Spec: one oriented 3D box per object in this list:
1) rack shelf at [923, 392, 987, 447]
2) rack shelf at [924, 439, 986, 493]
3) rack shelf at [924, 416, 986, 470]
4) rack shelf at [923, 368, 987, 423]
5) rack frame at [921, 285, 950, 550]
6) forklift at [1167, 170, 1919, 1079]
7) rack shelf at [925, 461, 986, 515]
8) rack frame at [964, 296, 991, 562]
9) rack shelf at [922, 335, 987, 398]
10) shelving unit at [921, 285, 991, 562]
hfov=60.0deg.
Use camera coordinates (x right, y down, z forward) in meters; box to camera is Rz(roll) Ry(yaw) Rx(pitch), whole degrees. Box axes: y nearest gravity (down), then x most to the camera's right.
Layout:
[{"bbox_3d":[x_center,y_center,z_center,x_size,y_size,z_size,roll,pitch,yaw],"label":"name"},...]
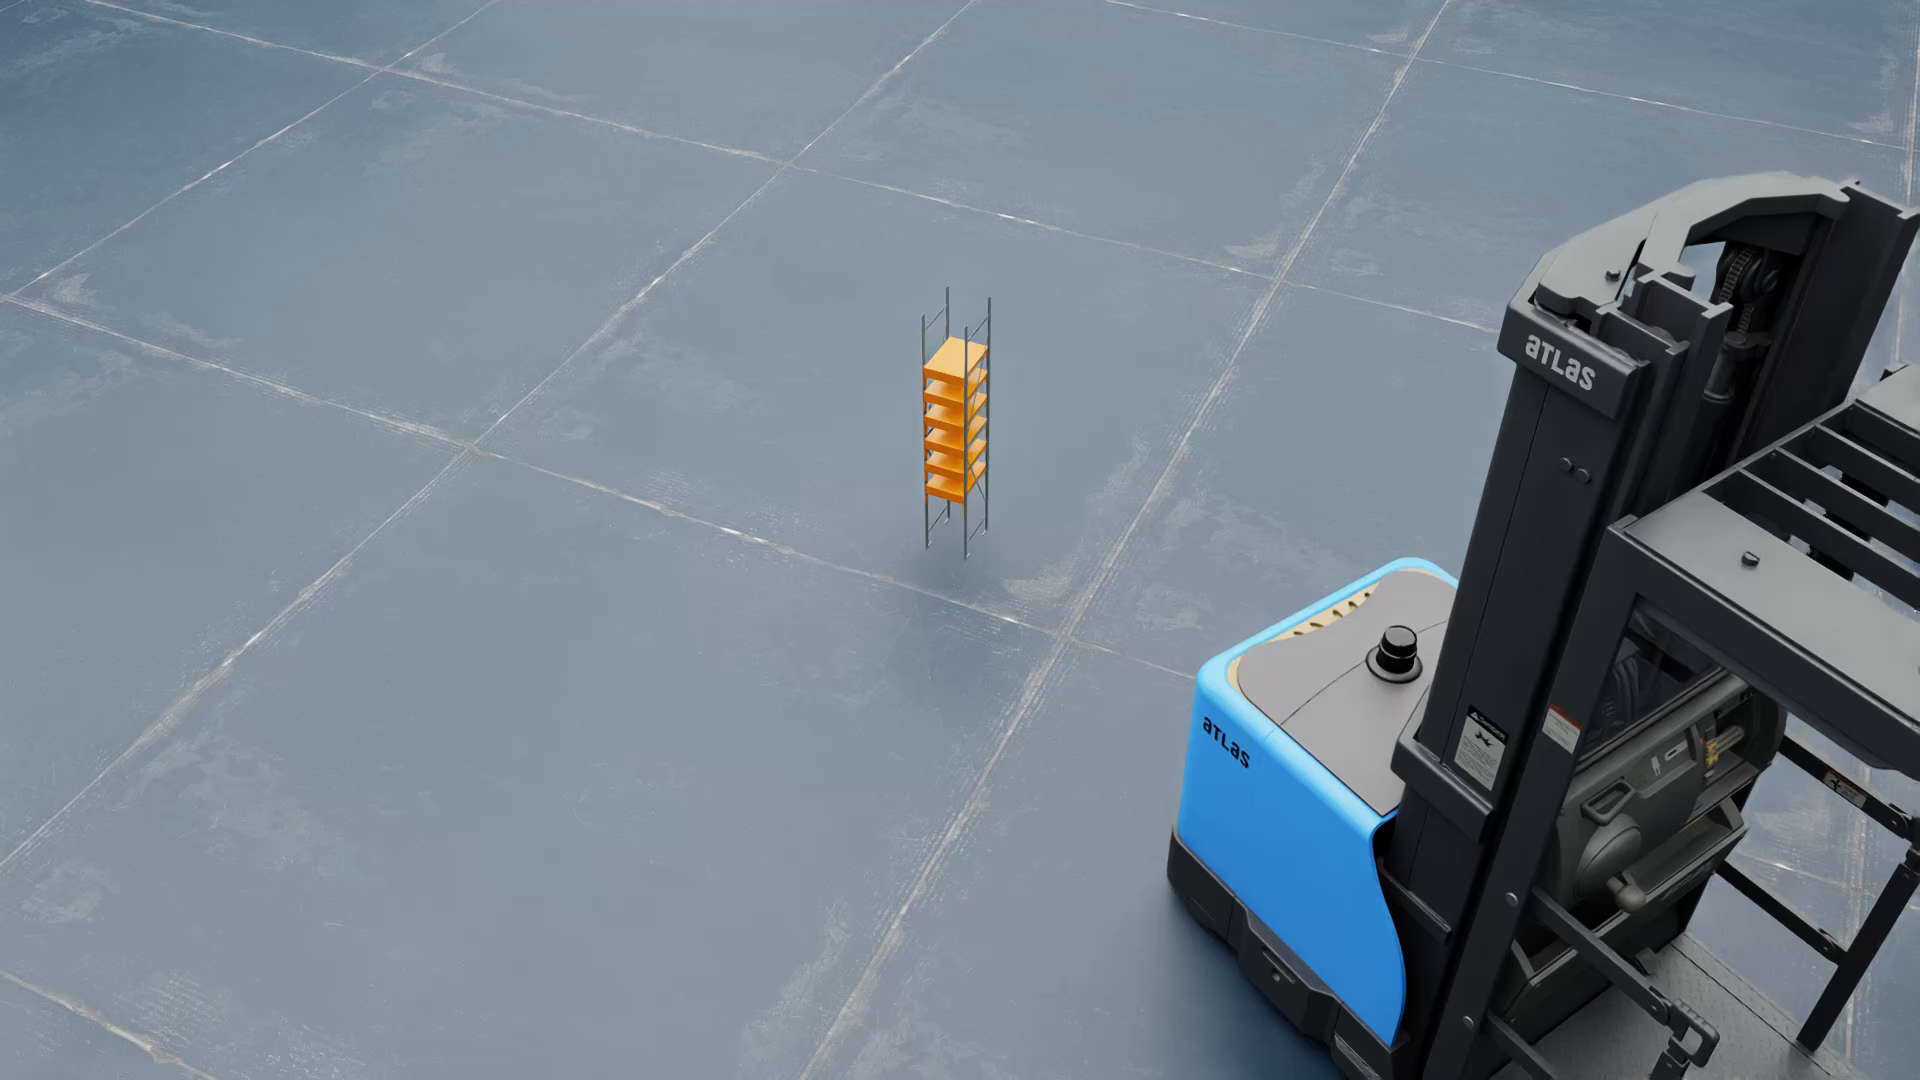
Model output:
[{"bbox_3d":[-0.013,-0.514,6.812,0.180,0.103,0.258,17,44,19],"label":"rack shelf"},{"bbox_3d":[-0.013,-0.333,6.969,0.180,0.103,0.258,17,44,19],"label":"rack shelf"},{"bbox_3d":[-0.013,-0.424,6.891,0.180,0.103,0.258,17,44,19],"label":"rack shelf"},{"bbox_3d":[-0.013,-0.605,6.734,0.180,0.103,0.258,17,44,19],"label":"rack shelf"},{"bbox_3d":[-0.096,-0.483,6.891,0.006,1.200,0.240,17,44,19],"label":"rack frame"},{"bbox_3d":[1.974,0.710,4.193,1.130,2.935,3.031,-25,47,-26],"label":"forklift"},{"bbox_3d":[-0.013,-0.242,7.048,0.180,0.103,0.258,17,44,19],"label":"rack shelf"},{"bbox_3d":[0.070,-0.432,6.832,0.006,1.200,0.240,17,44,19],"label":"rack frame"},{"bbox_3d":[-0.013,-0.696,6.655,0.180,0.103,0.258,17,44,19],"label":"rack shelf"},{"bbox_3d":[-0.013,-0.457,6.862,0.189,1.200,0.258,17,44,19],"label":"shelving unit"}]
